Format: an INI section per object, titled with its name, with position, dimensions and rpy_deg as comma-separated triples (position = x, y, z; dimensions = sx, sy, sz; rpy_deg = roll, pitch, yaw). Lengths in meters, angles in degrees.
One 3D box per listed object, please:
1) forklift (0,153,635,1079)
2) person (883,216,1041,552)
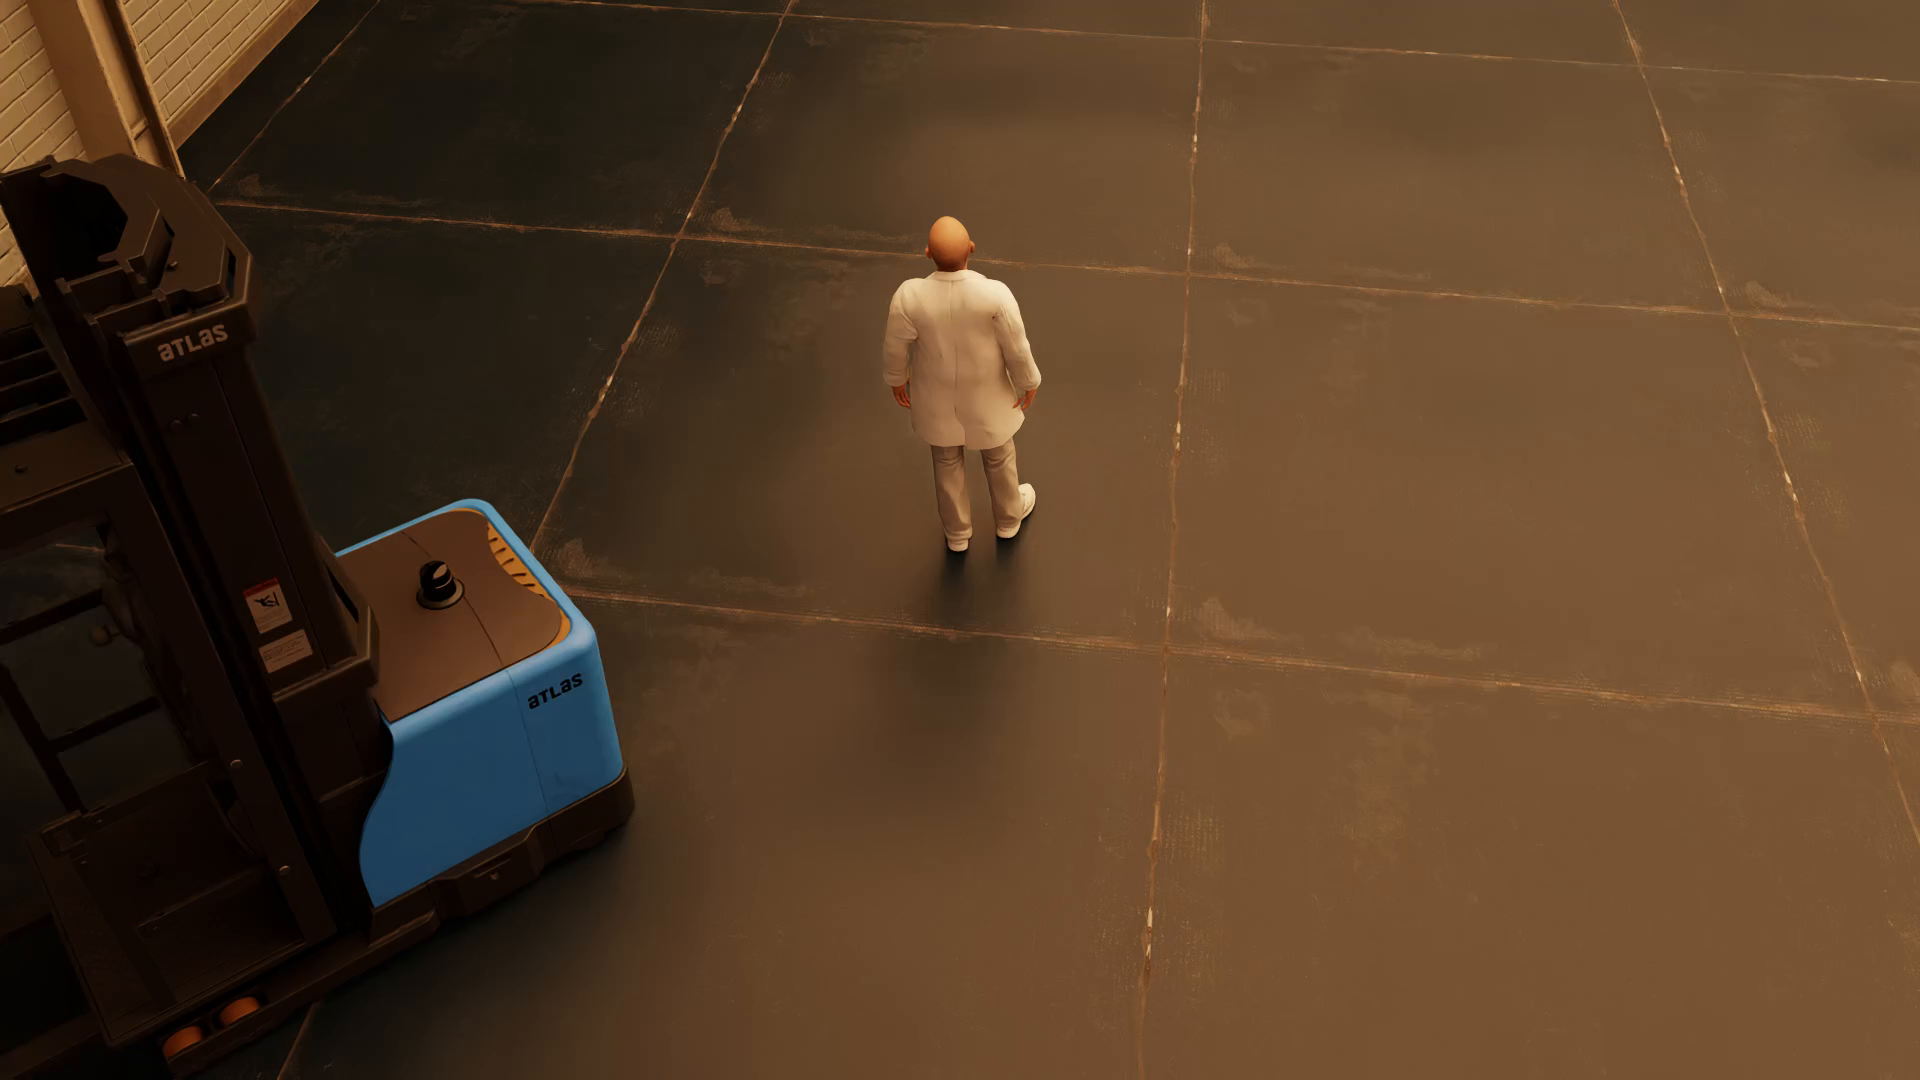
[forklift]
position = -2.778, 0.386, 5.305
dimensions = 3.031, 2.935, 1.130
rpy_deg = -27, 49, -26
[person]
position = 0.016, -0.721, 7.351
dimensions = 0.698, 1.778, 0.578
rpy_deg = 5, 43, 6
